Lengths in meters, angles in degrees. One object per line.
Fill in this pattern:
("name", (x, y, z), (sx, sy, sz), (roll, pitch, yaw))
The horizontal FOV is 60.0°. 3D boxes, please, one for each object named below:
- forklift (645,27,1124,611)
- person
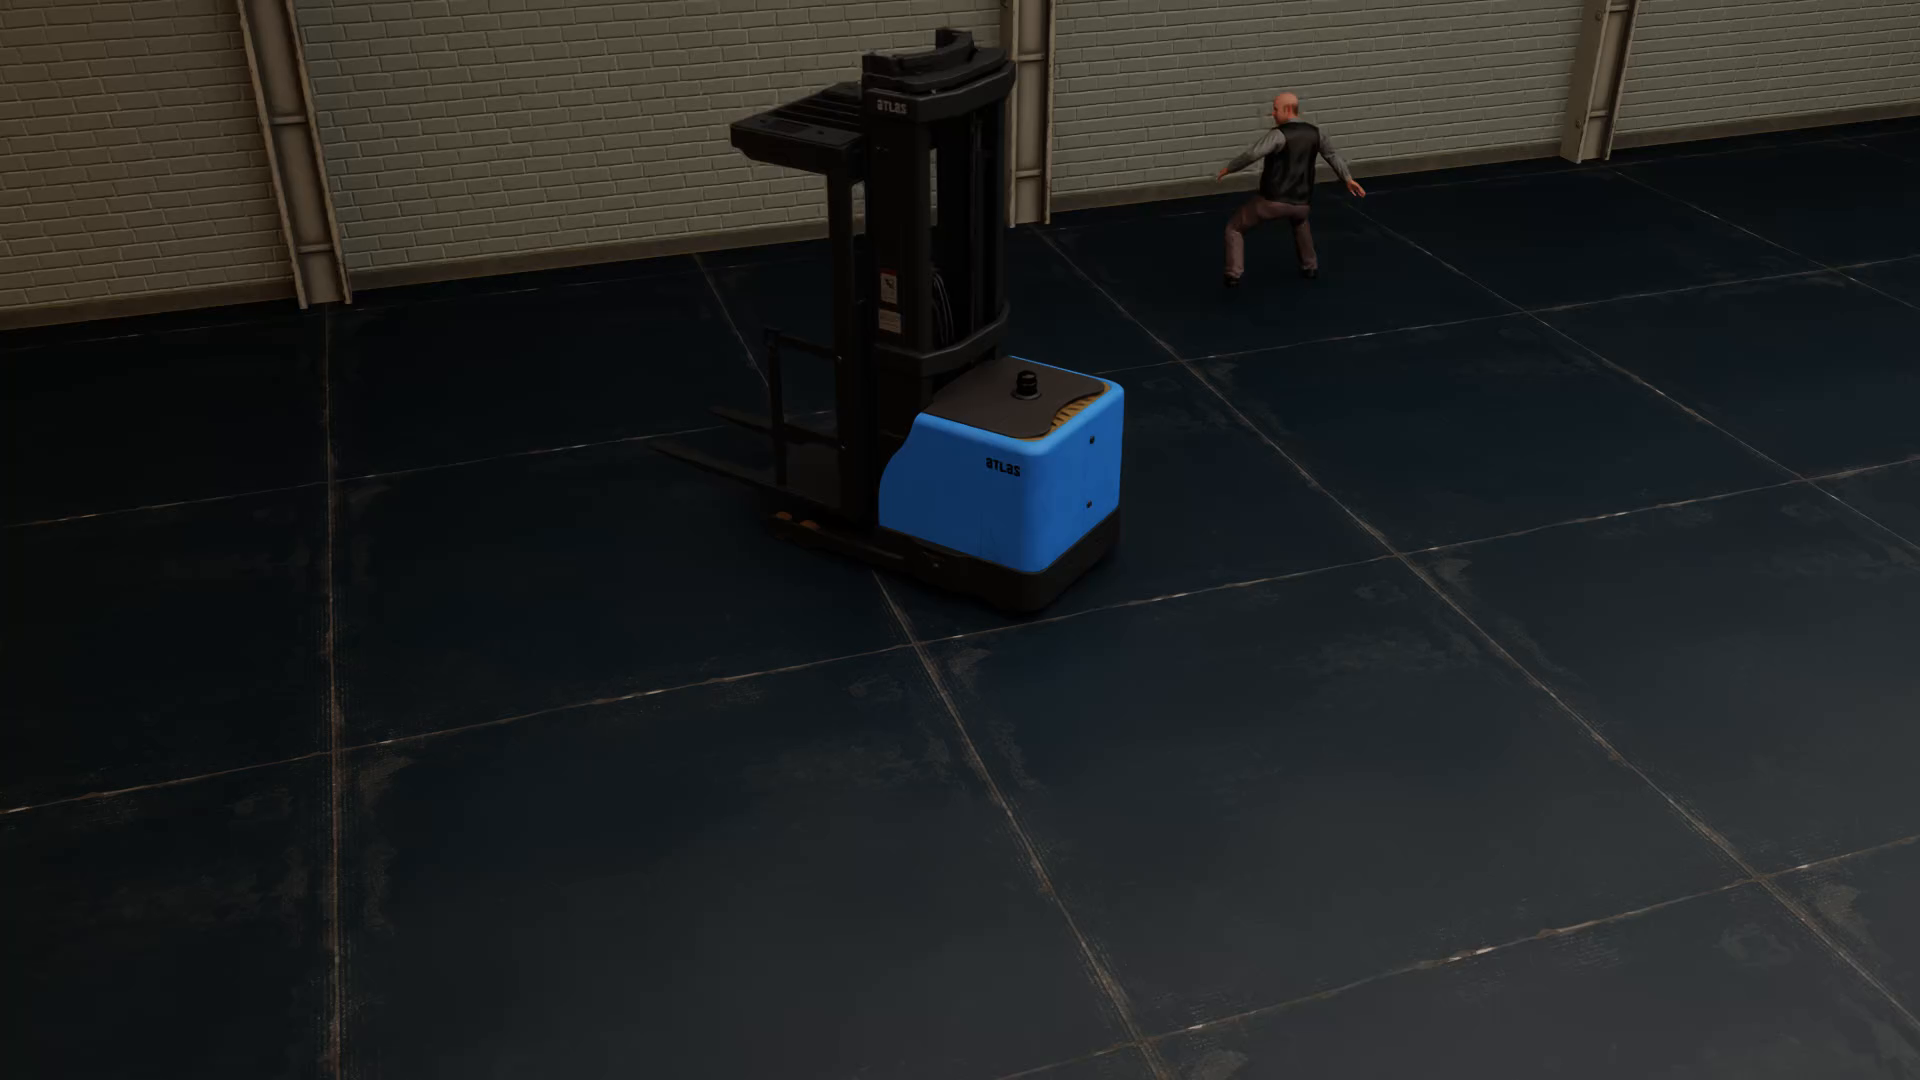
("forklift", (-0.569, -1.424, 9.562), (3.031, 2.935, 1.130), (18, 34, 28))
("person", (2.621, -2.742, 13.299), (1.160, 1.633, 0.537), (-9, 31, -15))
